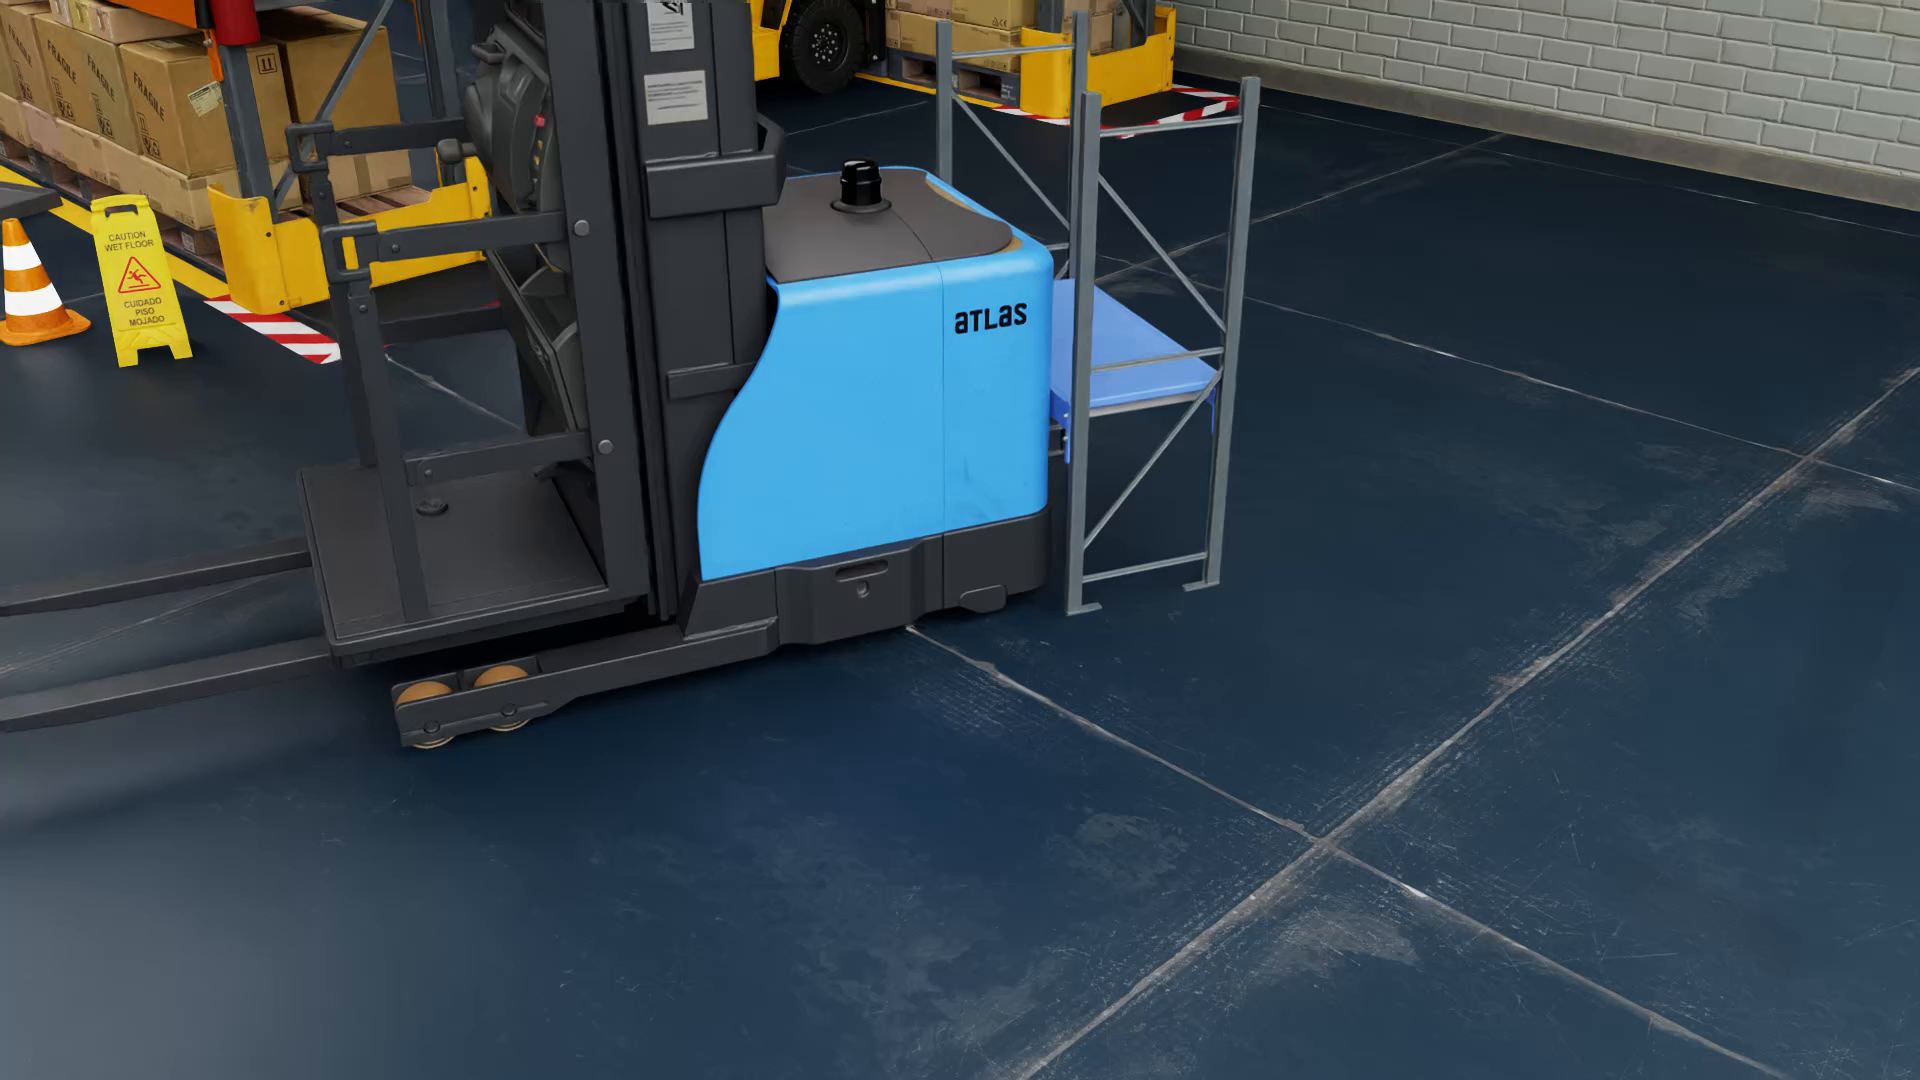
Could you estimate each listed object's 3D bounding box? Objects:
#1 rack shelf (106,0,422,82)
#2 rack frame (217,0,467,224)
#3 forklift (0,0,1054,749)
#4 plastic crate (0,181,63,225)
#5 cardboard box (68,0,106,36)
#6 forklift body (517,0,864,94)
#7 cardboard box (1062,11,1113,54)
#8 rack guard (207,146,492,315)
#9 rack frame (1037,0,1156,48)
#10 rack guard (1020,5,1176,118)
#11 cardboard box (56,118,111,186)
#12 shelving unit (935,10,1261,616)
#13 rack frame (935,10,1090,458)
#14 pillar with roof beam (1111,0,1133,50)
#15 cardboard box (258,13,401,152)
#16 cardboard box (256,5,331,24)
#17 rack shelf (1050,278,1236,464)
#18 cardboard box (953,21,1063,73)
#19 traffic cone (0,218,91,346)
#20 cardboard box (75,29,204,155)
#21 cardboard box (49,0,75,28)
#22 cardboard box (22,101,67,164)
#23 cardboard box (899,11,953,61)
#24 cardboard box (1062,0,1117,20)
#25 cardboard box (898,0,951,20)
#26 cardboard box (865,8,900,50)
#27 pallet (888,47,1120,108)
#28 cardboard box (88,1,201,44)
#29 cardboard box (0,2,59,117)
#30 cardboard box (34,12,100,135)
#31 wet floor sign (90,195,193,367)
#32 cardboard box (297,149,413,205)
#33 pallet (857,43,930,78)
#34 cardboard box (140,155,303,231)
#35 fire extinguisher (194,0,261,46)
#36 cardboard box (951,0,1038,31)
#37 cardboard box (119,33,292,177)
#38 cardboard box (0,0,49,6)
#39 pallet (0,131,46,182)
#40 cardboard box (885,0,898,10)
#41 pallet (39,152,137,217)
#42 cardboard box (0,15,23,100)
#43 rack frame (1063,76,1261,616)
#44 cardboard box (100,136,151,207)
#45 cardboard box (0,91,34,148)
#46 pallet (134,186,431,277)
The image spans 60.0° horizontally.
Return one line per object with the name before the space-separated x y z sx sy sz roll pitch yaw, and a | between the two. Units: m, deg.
rack shelf | -4.043 -2.830 8.182 4.000 0.370 1.077 25 36 38
rack frame | -2.617 -2.496 6.774 0.127 3.000 1.000 25 36 38
forklift | -1.298 -1.046 4.090 3.031 2.935 1.130 -12 30 -21
plastic crate | -4.925 -1.725 8.444 0.583 0.080 0.402 12 30 22
cardboard box | -3.857 -2.439 7.667 0.380 0.149 0.250 -25 36 -38
forklift body | -1.771 -3.782 10.132 1.214 2.155 2.313 25 36 38
cardboard box | 0.647 -3.339 10.879 0.500 0.250 0.500 25 37 39
rack guard | -2.671 -1.414 7.403 0.348 0.500 1.175 25 36 38
rack frame | 0.860 -4.145 9.909 0.127 3.000 1.000 25 36 38
rack guard | 0.877 -3.030 10.476 0.348 0.500 1.175 25 36 38
cardboard box | -4.123 -1.980 8.296 0.500 0.250 0.500 23 35 37
shelving unit | 0.351 -0.712 4.992 0.538 1.500 1.048 -11 30 -19
rack frame | 0.163 -0.931 5.409 0.500 1.500 0.032 -11 30 -19
pillar with roof beam | -2.023 -5.897 6.797 0.400 9.000 9.100 25 36 38
cardboard box | -3.016 -2.159 7.831 0.500 0.500 0.500 23 36 37
cardboard box | -3.392 -2.329 8.153 0.500 0.500 0.500 23 35 37
rack shelf | 0.351 -0.552 5.075 0.538 0.185 1.000 -11 30 -19
cardboard box | 0.304 -3.162 10.543 0.500 0.250 0.500 25 37 39
traffic cone | -3.828 -1.085 6.817 0.334 0.463 0.336 25 36 38
cardboard box | -3.746 -2.141 7.796 0.500 0.500 0.500 -24 36 -37
cardboard box | -4.044 -2.526 7.831 0.380 0.149 0.250 -23 36 -37
cardboard box | -4.469 -2.145 8.610 0.500 0.250 0.500 24 36 38
cardboard box | -0.044 -3.327 10.858 0.500 0.250 0.500 25 36 38
cardboard box | 0.671 -3.557 10.758 0.500 0.250 0.500 -25 36 -38
cardboard box | -0.056 -3.557 10.758 0.500 0.250 0.500 24 36 38
cardboard box | -0.395 -3.494 11.174 0.500 0.250 0.500 -25 37 -39
pallet | 0.285 -3.146 11.006 1.213 0.211 1.003 25 36 38
cardboard box | -3.680 -2.356 7.509 0.380 0.149 0.250 -24 36 -38
cardboard box | -4.480 -2.479 8.440 0.500 0.500 0.500 -23 35 -37
cardboard box | -4.101 -2.308 8.114 0.500 0.500 0.500 24 36 37
wet floor sign | -3.232 -1.037 6.529 0.267 0.644 0.232 -13 30 -22
cardboard box | -2.999 -1.820 7.991 0.500 0.250 0.500 24 36 38
pallet | -0.580 -3.544 11.763 1.213 0.211 1.003 25 36 38
cardboard box | -3.399 -1.647 7.663 0.500 0.250 0.500 24 36 38
fire extinguisher | -2.859 -2.272 6.430 0.183 0.674 0.296 25 36 38
cardboard box | 0.294 -3.390 10.440 0.500 0.250 0.500 24 36 38
cardboard box | -3.371 -1.972 7.474 0.500 0.500 0.500 25 37 39
cardboard box | -4.629 -2.792 8.338 0.380 0.149 0.250 -23 35 -36
pallet | -4.966 -2.360 9.511 1.213 0.211 1.003 25 36 38
cardboard box | -0.439 -3.718 11.065 0.500 0.250 0.500 24 36 37
pallet | -4.092 -1.961 8.754 1.213 0.211 1.003 25 36 38
cardboard box | -4.848 -2.649 8.763 0.500 0.500 0.500 -24 36 -37
rack frame | 0.540 -0.492 4.574 0.500 1.500 0.032 -11 30 -19
cardboard box | -3.746 -1.811 7.974 0.500 0.250 0.500 25 37 39
cardboard box | -4.849 -2.318 8.938 0.500 0.250 0.500 -23 35 -36
pallet | -3.226 -1.563 7.997 1.213 0.211 1.003 25 36 38
